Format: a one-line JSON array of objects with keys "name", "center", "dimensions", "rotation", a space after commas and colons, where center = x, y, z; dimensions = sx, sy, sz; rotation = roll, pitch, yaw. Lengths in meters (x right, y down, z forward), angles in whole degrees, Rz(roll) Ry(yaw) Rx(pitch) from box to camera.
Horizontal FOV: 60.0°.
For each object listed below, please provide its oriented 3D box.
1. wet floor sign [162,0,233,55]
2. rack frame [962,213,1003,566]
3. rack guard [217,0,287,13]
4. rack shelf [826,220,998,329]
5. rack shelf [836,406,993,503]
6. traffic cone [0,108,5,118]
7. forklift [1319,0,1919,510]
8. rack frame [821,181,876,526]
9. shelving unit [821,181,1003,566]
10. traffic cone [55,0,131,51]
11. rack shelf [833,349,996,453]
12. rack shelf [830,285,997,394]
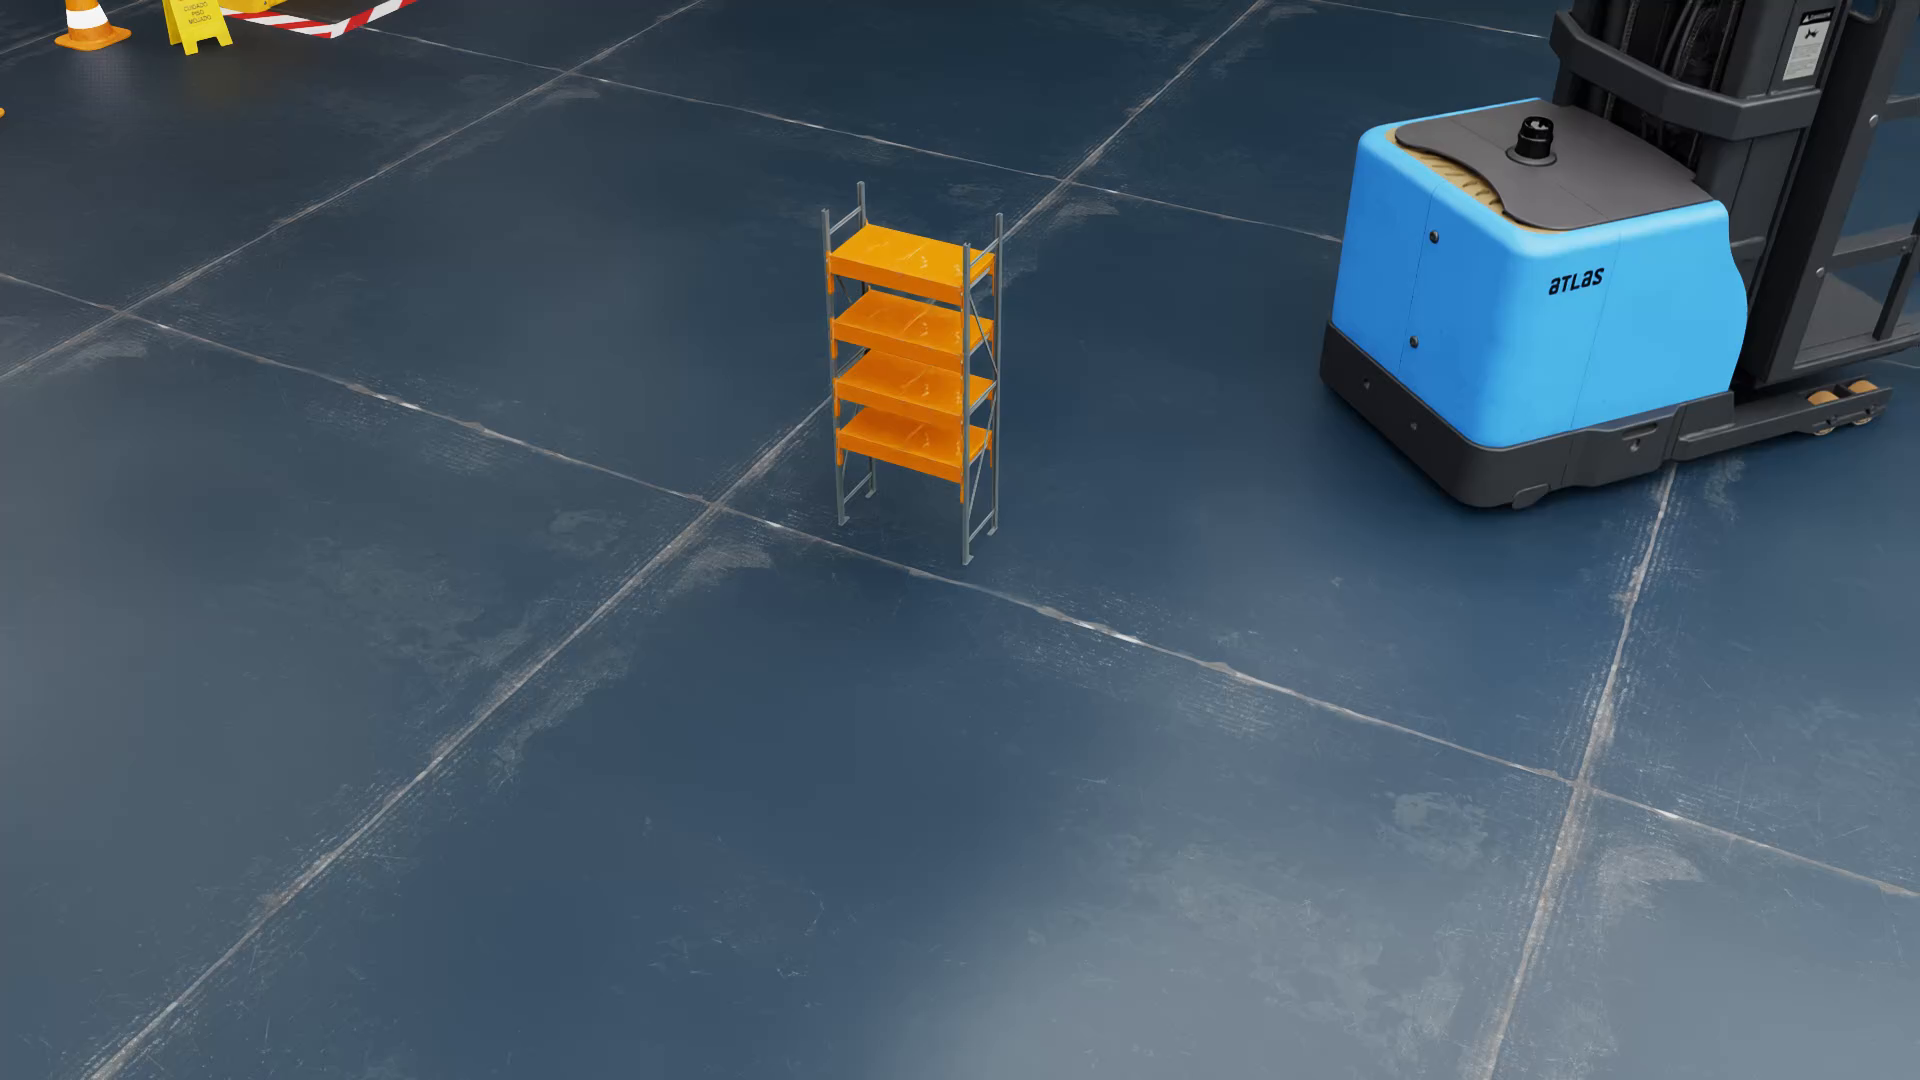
[{"name": "wet floor sign", "center": [-4.318, -3.080, 9.274], "dimensions": [0.267, 0.644, 0.232], "rotation": [-29, 46, -33]}, {"name": "rack frame", "center": [0.070, -0.456, 5.358], "dimensions": [0.015, 1.200, 0.240], "rotation": [17, 41, 21]}, {"name": "rack guard", "center": [-4.062, -3.671, 10.172], "dimensions": [0.348, 0.500, 1.175], "rotation": [17, 41, 21]}, {"name": "rack shelf", "center": [-0.147, -0.837, 5.210], "dimensions": [0.480, 0.148, 0.258], "rotation": [17, 41, 21]}, {"name": "rack shelf", "center": [-0.147, -0.312, 5.609], "dimensions": [0.480, 0.148, 0.258], "rotation": [17, 41, 21]}, {"name": "traffic cone", "center": [-5.179, -2.371, 8.491], "dimensions": [0.334, 0.463, 0.336], "rotation": [17, 41, 21]}, {"name": "forklift", "center": [2.969, -1.843, 5.754], "dimensions": [3.031, 2.935, 1.130], "rotation": [-14, 39, -18]}, {"name": "rack frame", "center": [-0.364, -0.592, 5.537], "dimensions": [0.015, 1.200, 0.240], "rotation": [17, 41, 21]}, {"name": "shelving unit", "center": [-0.147, -0.524, 5.448], "dimensions": [0.503, 1.200, 0.258], "rotation": [17, 41, 21]}, {"name": "traffic cone", "center": [-4.970, -3.062, 9.401], "dimensions": [0.334, 0.463, 0.336], "rotation": [17, 41, 21]}, {"name": "rack shelf", "center": [-0.147, -0.470, 5.489], "dimensions": [0.480, 0.148, 0.258], "rotation": [17, 41, 21]}, {"name": "rack shelf", "center": [-0.147, -0.649, 5.353], "dimensions": [0.480, 0.148, 0.258], "rotation": [17, 41, 21]}]
